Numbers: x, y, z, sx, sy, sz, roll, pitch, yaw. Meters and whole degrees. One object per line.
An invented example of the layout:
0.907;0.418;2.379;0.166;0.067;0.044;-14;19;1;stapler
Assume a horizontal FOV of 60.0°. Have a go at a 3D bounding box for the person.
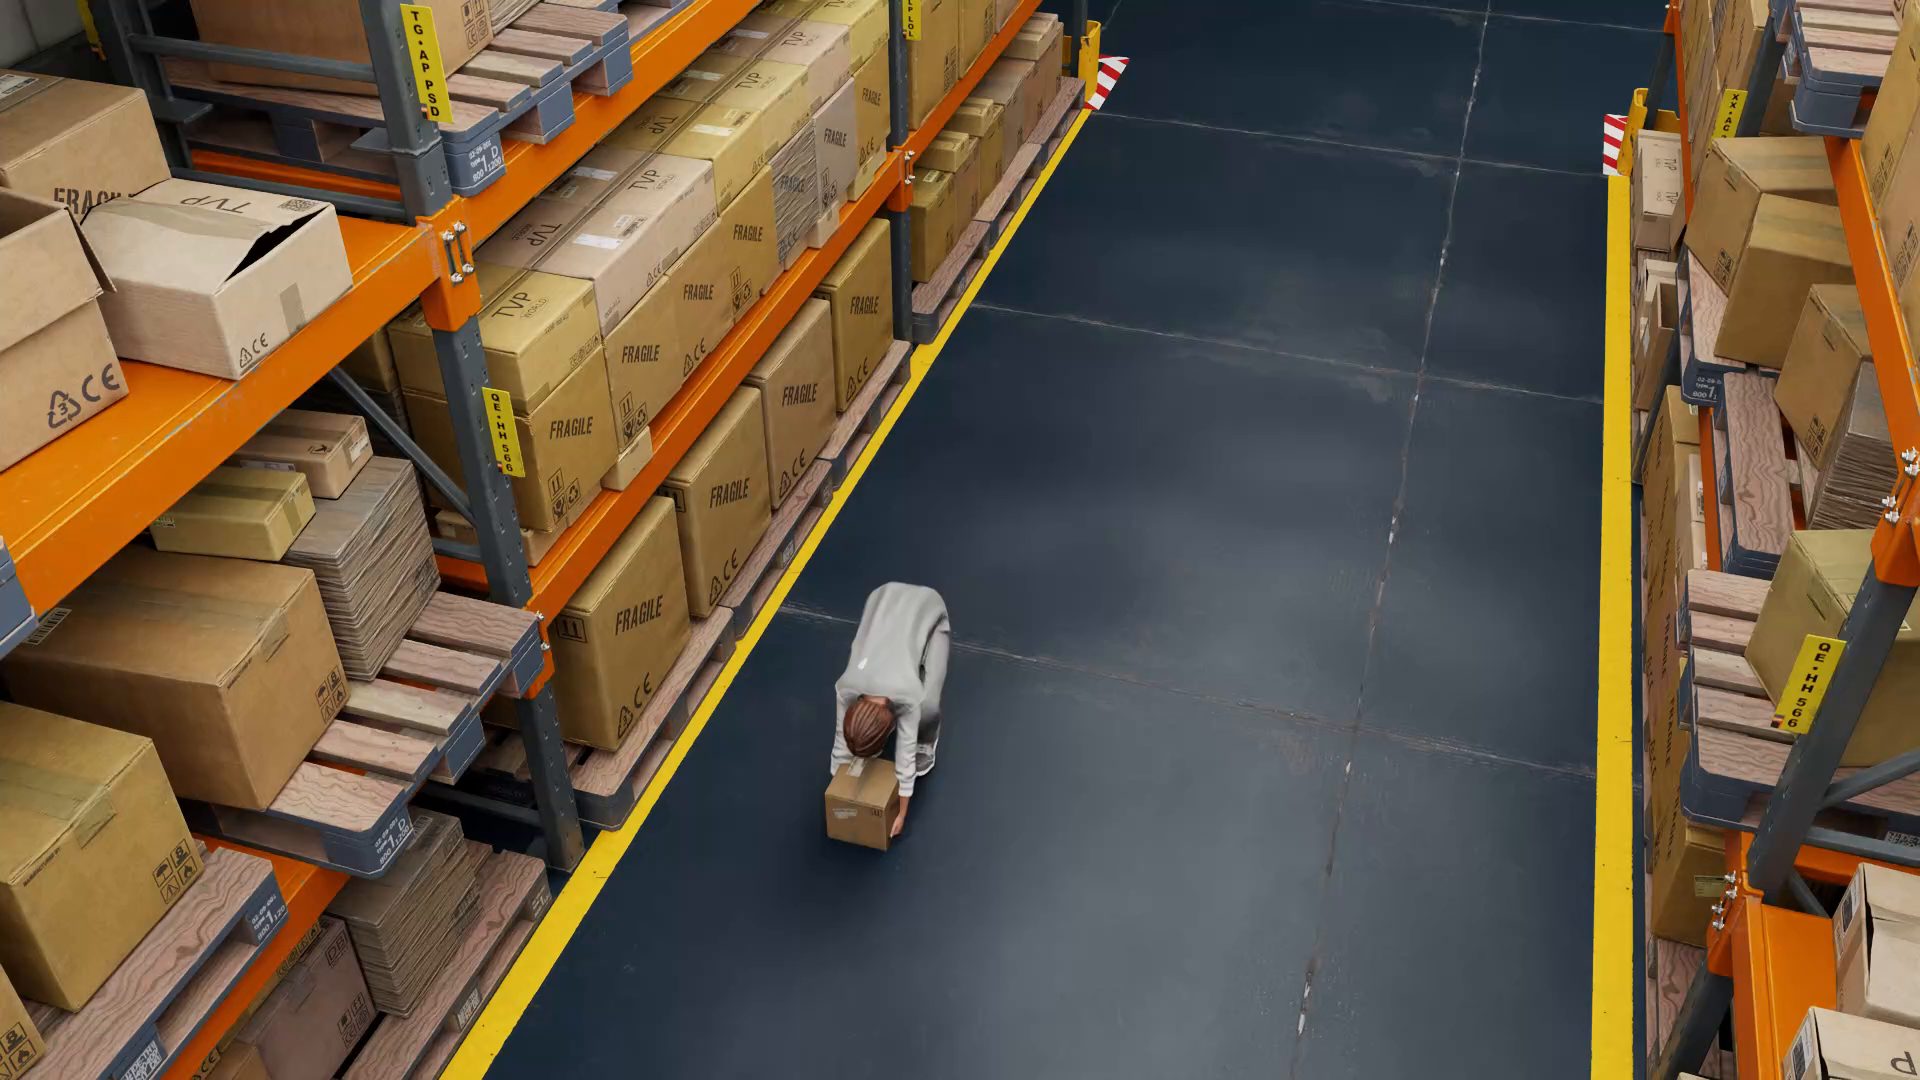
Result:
-0.280;0.675;6.736;0.424;0.758;0.867;9;39;12;person
